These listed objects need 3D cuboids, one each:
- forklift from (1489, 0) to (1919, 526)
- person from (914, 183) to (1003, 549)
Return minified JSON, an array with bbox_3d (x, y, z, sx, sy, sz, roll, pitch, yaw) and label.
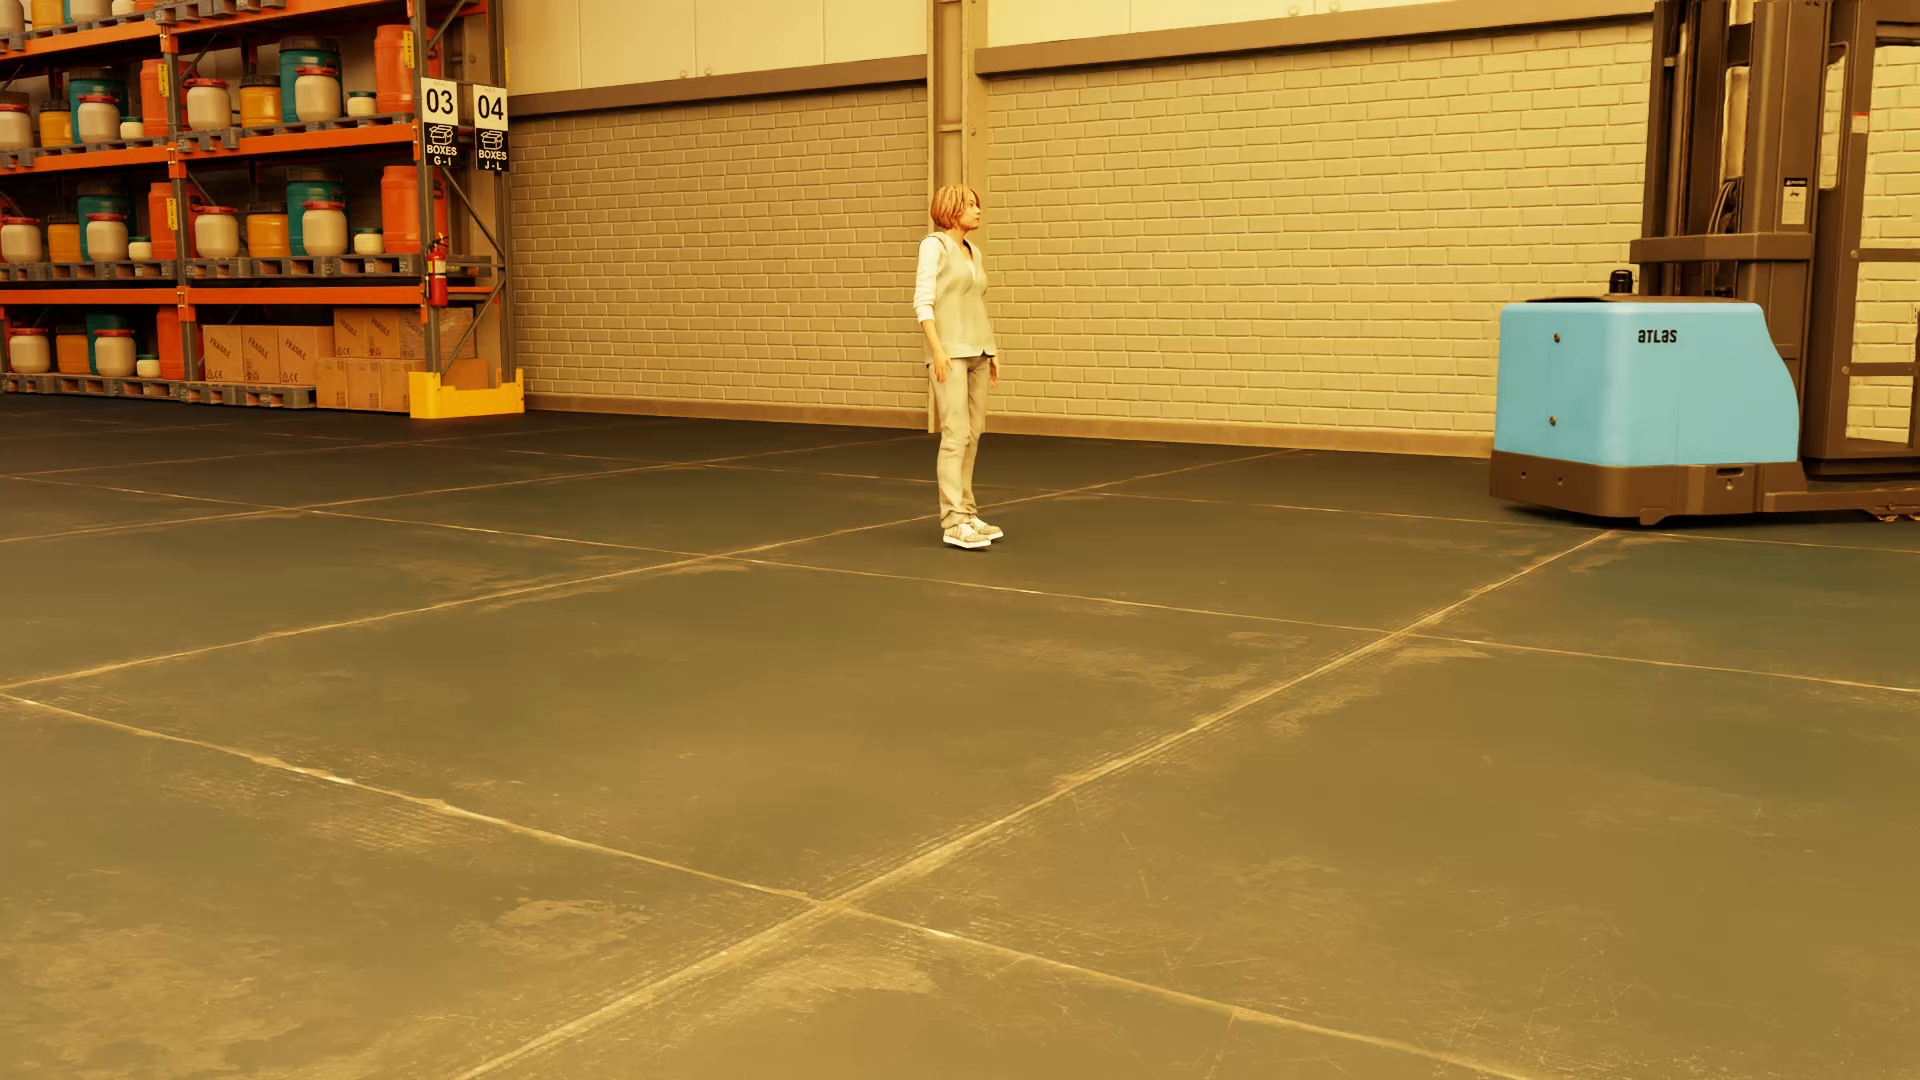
[{"bbox_3d":[4.359,-1.609,8.508,3.031,2.935,1.130,-2,8,-15],"label":"forklift"},{"bbox_3d":[0.053,-0.790,7.438,0.475,1.596,0.521,5,10,34],"label":"person"}]
